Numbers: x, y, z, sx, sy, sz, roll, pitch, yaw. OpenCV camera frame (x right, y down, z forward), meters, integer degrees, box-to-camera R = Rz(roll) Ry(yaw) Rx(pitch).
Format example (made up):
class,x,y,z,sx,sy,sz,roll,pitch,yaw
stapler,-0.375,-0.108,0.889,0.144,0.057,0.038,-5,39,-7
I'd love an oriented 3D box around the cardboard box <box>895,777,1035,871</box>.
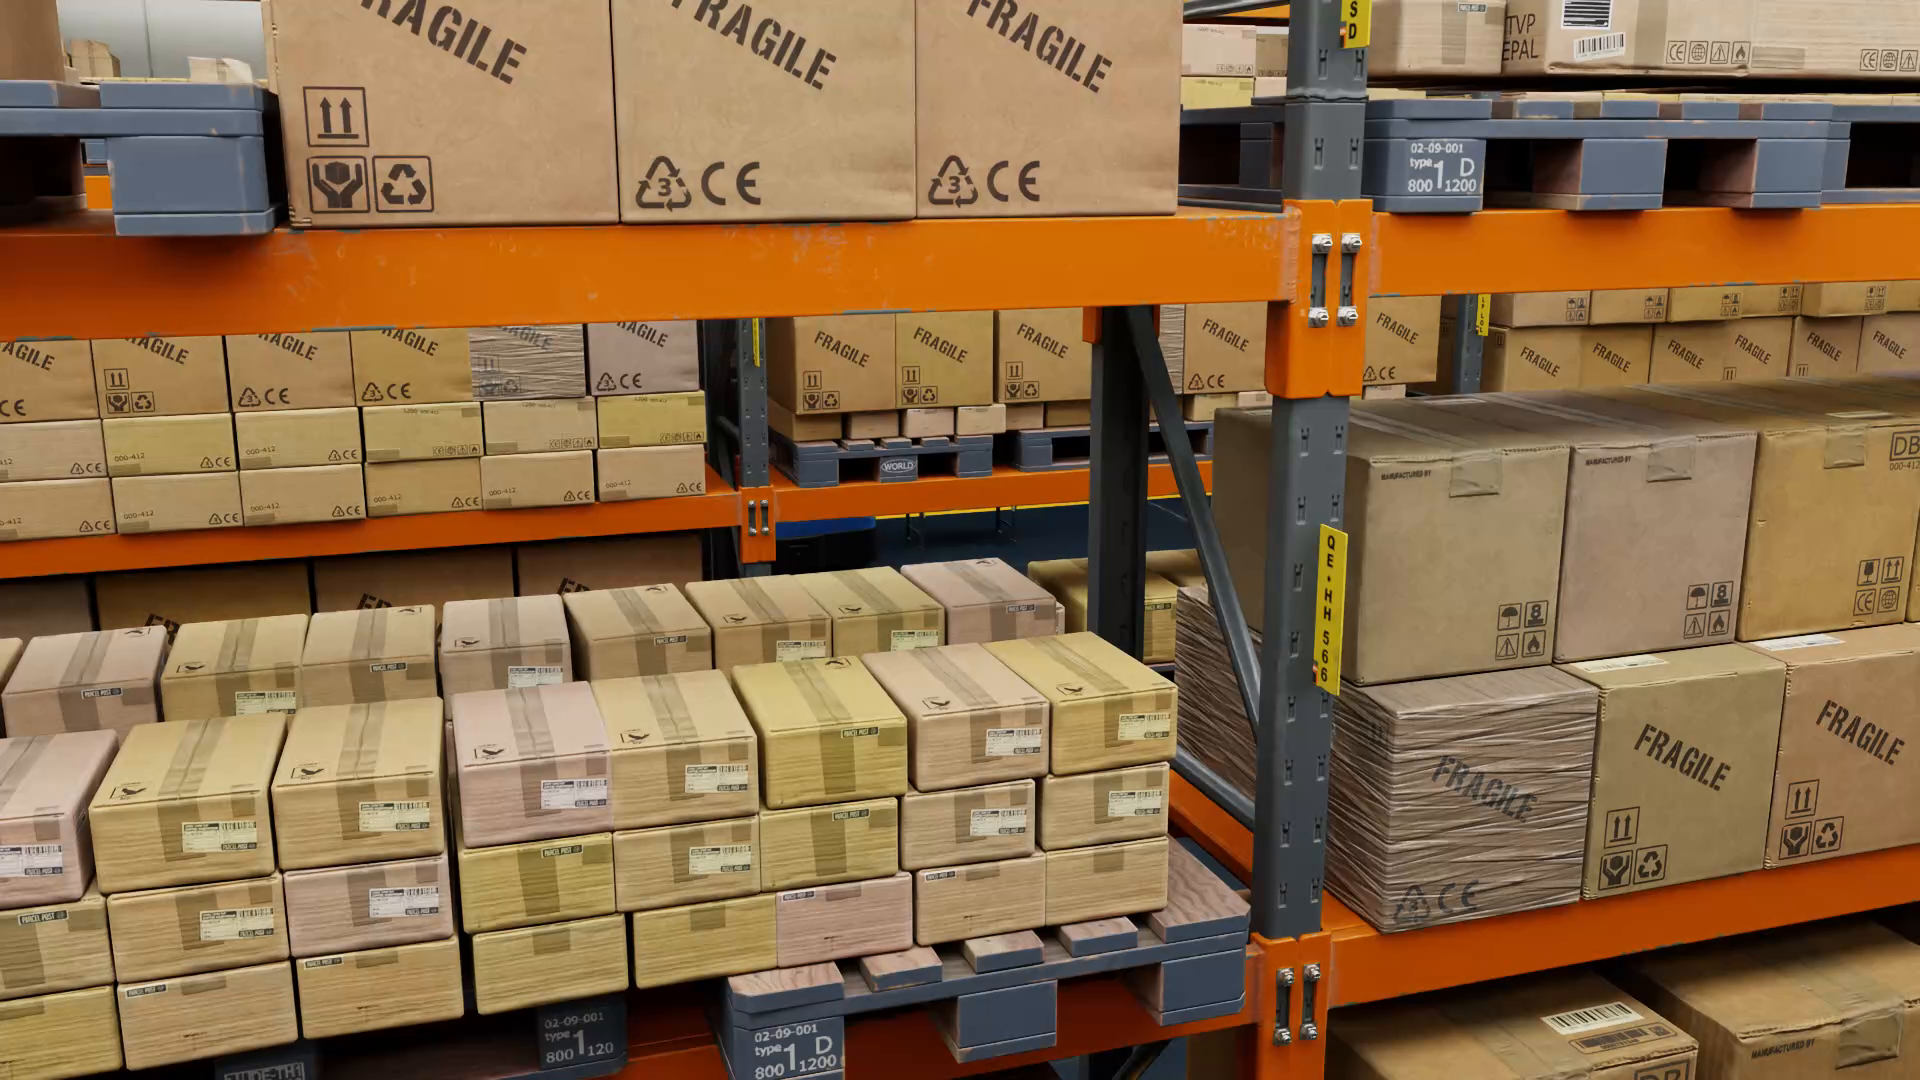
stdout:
class,x,y,z,sx,sy,sz,roll,pitch,yaw
cardboard box,-0.036,0.473,3.166,0.250,0.149,0.380,-4,14,-16

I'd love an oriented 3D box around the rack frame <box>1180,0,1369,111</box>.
class,x,y,z,sx,sy,sz,roll,pitch,yaw
rack frame,0.540,-2.376,3.183,0.127,3.000,1.000,-4,14,-18

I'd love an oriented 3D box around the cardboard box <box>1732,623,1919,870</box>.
class,x,y,z,sx,sy,sz,roll,pitch,yaw
cardboard box,2.011,0.445,4.073,0.500,0.500,0.500,-4,14,-18

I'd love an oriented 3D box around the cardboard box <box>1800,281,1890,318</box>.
class,x,y,z,sx,sy,sz,roll,pitch,yaw
cardboard box,5.100,-1.624,9.968,0.500,0.500,0.700,-5,14,-19

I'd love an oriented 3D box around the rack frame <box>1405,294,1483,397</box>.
class,x,y,z,sx,sy,sz,roll,pitch,yaw
rack frame,2.657,-0.830,9.652,0.127,3.000,1.000,-4,14,-18

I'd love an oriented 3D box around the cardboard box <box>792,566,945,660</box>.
class,x,y,z,sx,sy,sz,roll,pitch,yaw
cardboard box,-0.214,0.184,3.739,0.250,0.149,0.380,-5,14,-20

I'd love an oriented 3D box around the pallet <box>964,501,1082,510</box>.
class,x,y,z,sx,sy,sz,roll,pitch,yaw
pallet,0.384,-0.499,14.285,1.213,0.211,1.003,-4,14,-18

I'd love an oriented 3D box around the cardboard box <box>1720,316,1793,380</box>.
class,x,y,z,sx,sy,sz,roll,pitch,yaw
cardboard box,4.583,-1.113,9.981,0.500,0.500,0.500,-4,14,-17

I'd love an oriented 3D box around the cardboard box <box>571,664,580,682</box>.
class,x,y,z,sx,sy,sz,roll,pitch,yaw
cardboard box,-0.729,0.367,3.608,0.250,0.149,0.380,-4,14,-18

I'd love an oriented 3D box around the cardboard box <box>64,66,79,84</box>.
class,x,y,z,sx,sy,sz,roll,pitch,yaw
cardboard box,-4.157,-1.971,7.251,0.500,0.311,0.500,-4,14,-18

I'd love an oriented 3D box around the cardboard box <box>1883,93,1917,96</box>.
class,x,y,z,sx,sy,sz,roll,pitch,yaw
cardboard box,5.472,-2.720,9.933,0.250,0.149,0.380,-4,14,-18

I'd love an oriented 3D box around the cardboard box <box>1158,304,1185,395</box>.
class,x,y,z,sx,sy,sz,roll,pitch,yaw
cardboard box,0.835,-1.031,8.729,0.500,0.500,0.500,-5,14,-20

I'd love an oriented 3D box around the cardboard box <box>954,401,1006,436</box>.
class,x,y,z,sx,sy,sz,roll,pitch,yaw
cardboard box,0.053,-0.640,8.486,0.250,0.149,0.380,-4,14,-18

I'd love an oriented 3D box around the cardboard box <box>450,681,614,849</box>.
class,x,y,z,sx,sy,sz,roll,pitch,yaw
cardboard box,-0.748,0.383,2.902,0.250,0.149,0.380,-4,14,-18

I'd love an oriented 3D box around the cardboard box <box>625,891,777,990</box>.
class,x,y,z,sx,sy,sz,roll,pitch,yaw
cardboard box,-0.498,0.653,3.052,0.250,0.149,0.380,-5,14,-19

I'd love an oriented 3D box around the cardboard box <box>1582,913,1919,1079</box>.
class,x,y,z,sx,sy,sz,roll,pitch,yaw
cardboard box,1.973,1.343,4.470,0.750,0.750,1.050,-4,14,-17

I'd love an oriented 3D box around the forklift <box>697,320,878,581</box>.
class,x,y,z,sx,sy,sz,roll,pitch,yaw
forklift,-2.136,-1.166,11.211,3.031,2.935,1.130,-6,15,-25

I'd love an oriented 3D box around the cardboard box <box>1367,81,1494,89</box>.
class,x,y,z,sx,sy,sz,roll,pitch,yaw
cardboard box,1.037,-1.148,3.886,0.250,0.166,0.380,-4,14,-18

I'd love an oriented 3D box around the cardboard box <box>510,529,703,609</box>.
class,x,y,z,sx,sy,sz,roll,pitch,yaw
cardboard box,-1.816,0.327,8.470,0.875,0.875,0.875,-5,14,-19

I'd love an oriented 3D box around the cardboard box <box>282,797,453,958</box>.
class,x,y,z,sx,sy,sz,roll,pitch,yaw
cardboard box,-1.005,0.548,2.848,0.250,0.149,0.380,-4,14,-17

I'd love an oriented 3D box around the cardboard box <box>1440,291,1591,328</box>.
class,x,y,z,sx,sy,sz,roll,pitch,yaw
cardboard box,3.143,-1.495,9.426,0.500,0.500,0.700,-5,14,-19

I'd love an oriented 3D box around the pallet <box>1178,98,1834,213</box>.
class,x,y,z,sx,sy,sz,roll,pitch,yaw
pallet,1.133,-0.883,3.801,1.003,0.211,1.213,-4,14,-15

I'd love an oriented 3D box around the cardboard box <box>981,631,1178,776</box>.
class,x,y,z,sx,sy,sz,roll,pitch,yaw
cardboard box,0.222,0.308,3.214,0.250,0.149,0.380,-5,14,-20

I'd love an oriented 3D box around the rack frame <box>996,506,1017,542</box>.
class,x,y,z,sx,sy,sz,roll,pitch,yaw
rack frame,0.353,-0.757,12.585,0.023,1.500,0.400,-4,14,-18

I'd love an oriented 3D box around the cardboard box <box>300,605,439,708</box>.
class,x,y,z,sx,sy,sz,roll,pitch,yaw
cardboard box,-1.205,0.261,3.415,0.250,0.149,0.380,-4,14,-16

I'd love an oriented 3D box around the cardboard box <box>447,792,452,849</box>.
class,x,y,z,sx,sy,sz,roll,pitch,yaw
cardboard box,-1.205,0.548,3.492,0.250,0.149,0.380,-4,14,-17

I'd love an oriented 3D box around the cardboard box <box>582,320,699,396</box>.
class,x,y,z,sx,sy,sz,roll,pitch,yaw
cardboard box,-1.541,-0.975,7.882,0.500,0.500,0.500,-5,14,-20

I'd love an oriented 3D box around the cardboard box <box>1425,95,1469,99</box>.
class,x,y,z,sx,sy,sz,roll,pitch,yaw
cardboard box,2.991,-2.453,9.673,0.500,0.250,0.500,-5,14,-19

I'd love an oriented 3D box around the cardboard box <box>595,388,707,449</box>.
class,x,y,z,sx,sy,sz,roll,pitch,yaw
cardboard box,-1.513,-0.614,7.985,0.500,0.250,0.500,-5,14,-18

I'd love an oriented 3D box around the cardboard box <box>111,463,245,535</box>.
class,x,y,z,sx,sy,sz,roll,pitch,yaw
cardboard box,-3.444,-0.214,7.386,0.500,0.250,0.500,-5,14,-19

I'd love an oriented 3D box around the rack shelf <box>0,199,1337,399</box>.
class,x,y,z,sx,sy,sz,roll,pitch,yaw
rack shelf,-1.356,-0.419,2.993,4.000,0.370,1.077,-4,14,-18

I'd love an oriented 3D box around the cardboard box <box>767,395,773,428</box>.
class,x,y,z,sx,sy,sz,roll,pitch,yaw
cardboard box,-0.899,-0.693,8.710,0.250,0.149,0.380,-4,14,-16

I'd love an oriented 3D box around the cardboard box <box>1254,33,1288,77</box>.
class,x,y,z,sx,sy,sz,roll,pitch,yaw
cardboard box,1.506,-2.670,9.240,0.500,0.250,0.500,-5,14,-19

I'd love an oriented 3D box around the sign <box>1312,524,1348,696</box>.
class,x,y,z,sx,sy,sz,roll,pitch,yaw
sign,0.722,0.137,3.255,0.005,0.325,0.100,-4,14,-18

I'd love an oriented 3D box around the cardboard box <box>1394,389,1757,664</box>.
class,x,y,z,sx,sy,sz,roll,pitch,yaw
cardboard box,1.448,-0.061,4.039,0.500,0.500,0.700,-5,14,-19

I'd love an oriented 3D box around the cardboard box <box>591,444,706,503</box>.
class,x,y,z,sx,sy,sz,roll,pitch,yaw
cardboard box,-1.531,-0.368,8.031,0.500,0.250,0.500,-5,14,-20

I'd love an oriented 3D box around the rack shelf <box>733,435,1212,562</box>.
class,x,y,z,sx,sy,sz,roll,pitch,yaw
rack shelf,0.761,-0.333,9.114,4.000,0.370,1.077,-4,14,-18

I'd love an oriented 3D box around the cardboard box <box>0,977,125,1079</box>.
class,x,y,z,sx,sy,sz,roll,pitch,yaw
cardboard box,-1.495,0.730,2.725,0.250,0.149,0.380,-5,14,-19

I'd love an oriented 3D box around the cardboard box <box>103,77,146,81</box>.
class,x,y,z,sx,sy,sz,roll,pitch,yaw
cardboard box,-5.605,-3.034,11.209,0.250,0.149,0.380,-5,14,-19

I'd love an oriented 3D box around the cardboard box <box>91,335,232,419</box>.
class,x,y,z,sx,sy,sz,roll,pitch,yaw
cardboard box,-3.467,-0.824,7.250,0.500,0.500,0.500,-5,14,-19

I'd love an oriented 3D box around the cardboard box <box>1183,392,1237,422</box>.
class,x,y,z,sx,sy,sz,roll,pitch,yaw
cardboard box,1.285,-0.742,8.915,0.250,0.149,0.380,-4,14,-18

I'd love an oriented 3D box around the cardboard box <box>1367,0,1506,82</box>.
class,x,y,z,sx,sy,sz,roll,pitch,yaw
cardboard box,0.907,-1.037,3.456,0.250,0.149,0.380,-5,14,-20

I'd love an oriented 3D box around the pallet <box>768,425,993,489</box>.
class,x,y,z,sx,sy,sz,roll,pitch,yaw
pallet,-0.493,-0.518,8.752,1.003,0.211,1.213,-4,14,-18

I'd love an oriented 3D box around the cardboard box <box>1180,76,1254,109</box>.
class,x,y,z,sx,sy,sz,roll,pitch,yaw
cardboard box,1.184,-2.272,8.649,0.500,0.250,0.500,-4,14,-17

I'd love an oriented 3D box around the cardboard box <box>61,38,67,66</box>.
class,x,y,z,sx,sy,sz,roll,pitch,yaw
cardboard box,-6.116,-3.210,11.056,0.258,0.266,0.396,-5,14,-19

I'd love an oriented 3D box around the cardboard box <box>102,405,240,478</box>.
class,x,y,z,sx,sy,sz,roll,pitch,yaw
cardboard box,-3.447,-0.457,7.325,0.500,0.250,0.500,-4,14,-17

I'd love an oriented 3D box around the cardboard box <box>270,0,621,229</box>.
class,x,y,z,sx,sy,sz,roll,pitch,yaw
cardboard box,-0.865,-0.791,2.789,0.500,0.500,0.500,-4,14,-18

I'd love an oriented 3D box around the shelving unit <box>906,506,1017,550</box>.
class,x,y,z,sx,sy,sz,roll,pitch,yaw
shelving unit,0.006,-0.730,12.471,0.755,1.500,0.431,-4,14,-18

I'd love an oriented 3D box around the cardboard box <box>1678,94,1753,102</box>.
class,x,y,z,sx,sy,sz,roll,pitch,yaw
cardboard box,4.126,-2.408,9.483,0.500,0.250,0.500,-4,14,-18
